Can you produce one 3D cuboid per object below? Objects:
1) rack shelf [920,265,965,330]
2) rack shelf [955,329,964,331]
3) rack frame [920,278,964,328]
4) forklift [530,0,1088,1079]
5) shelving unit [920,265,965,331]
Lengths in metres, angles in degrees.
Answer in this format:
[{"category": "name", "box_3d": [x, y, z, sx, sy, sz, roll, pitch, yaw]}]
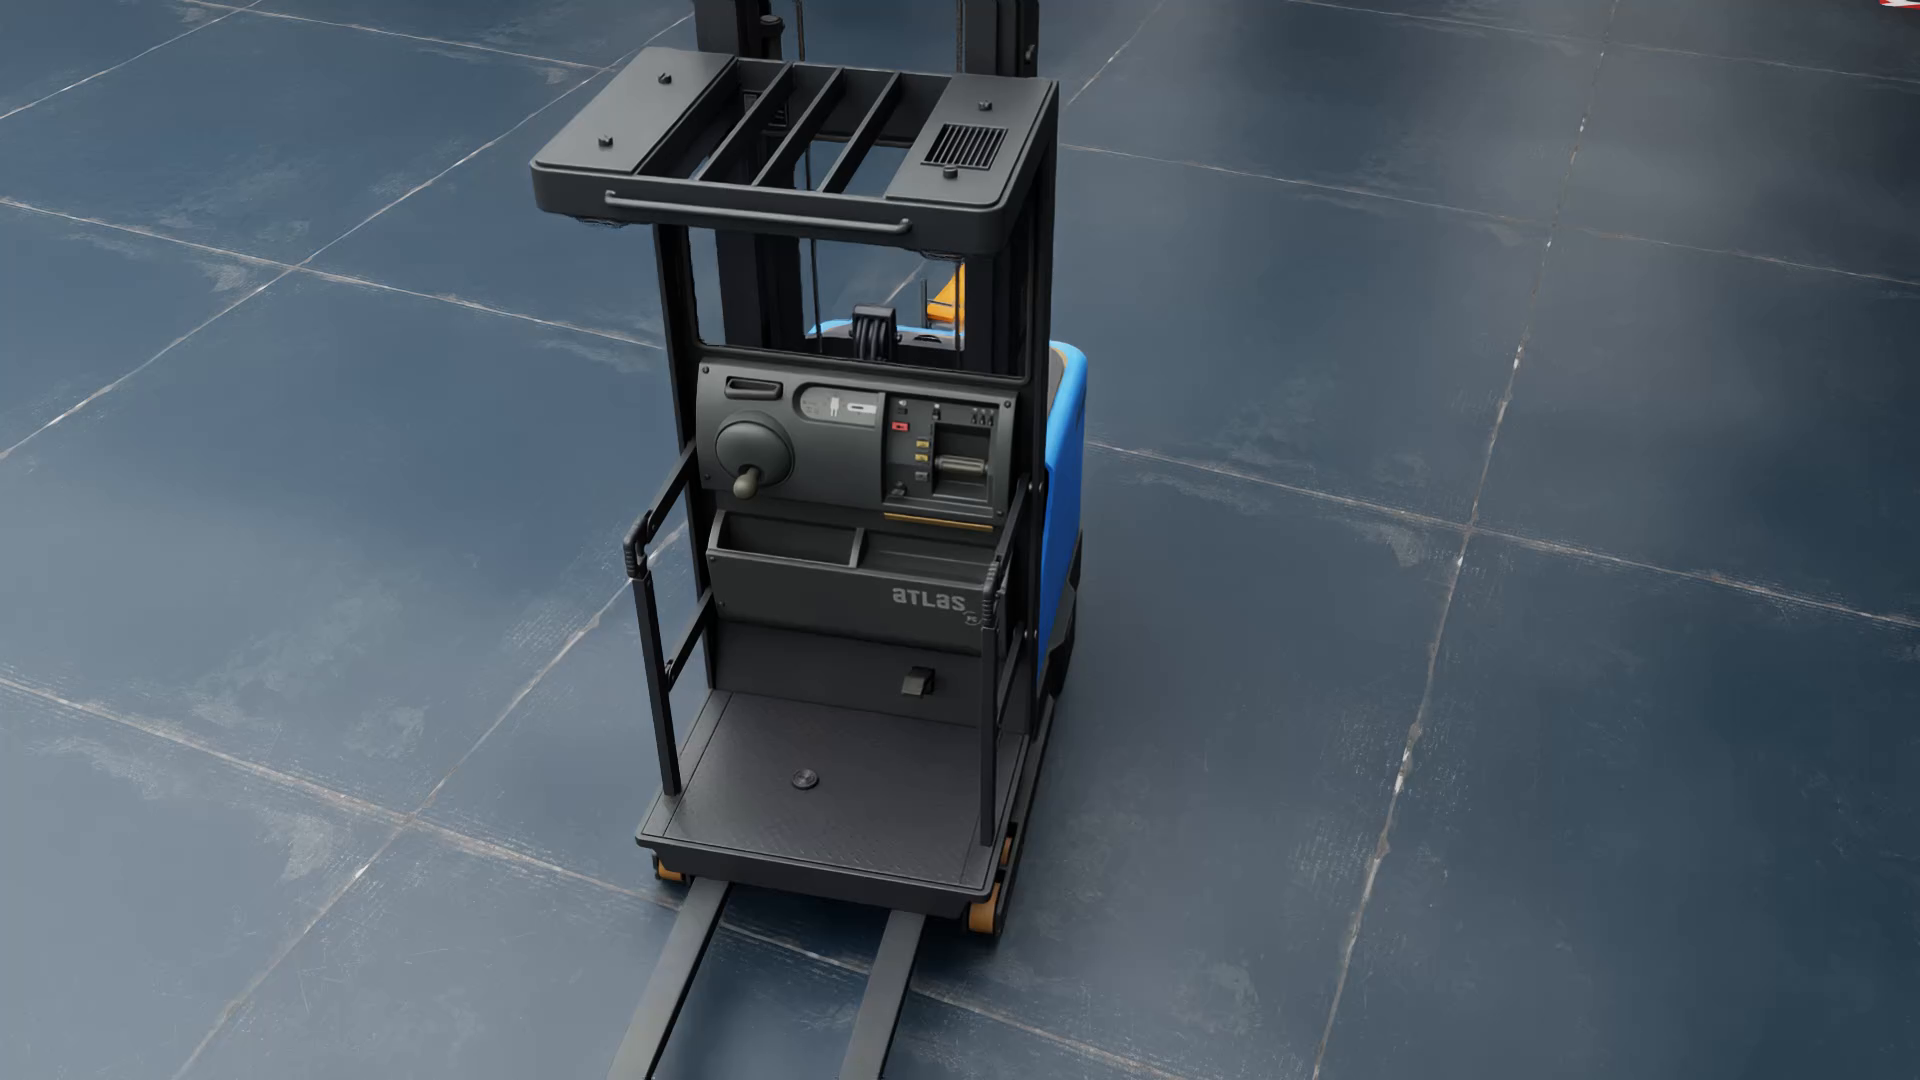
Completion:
[{"category": "rack shelf", "box_3d": [0.063, -0.887, 6.278, 0.258, 0.148, 0.480, 14, 39, 18]}, {"category": "rack shelf", "box_3d": [0.063, -0.698, 6.420, 0.258, 0.148, 0.480, 14, 39, 18]}, {"category": "rack frame", "box_3d": [-0.030, -0.437, 6.333, 0.240, 1.200, 0.015, 14, 39, 18]}, {"category": "forklift", "box_3d": [-0.347, -0.210, 4.583, 1.130, 2.935, 3.031, 7, 37, 10]}, {"category": "shelving unit", "box_3d": [0.063, -0.572, 6.513, 0.258, 1.200, 0.503, 14, 39, 18]}]
